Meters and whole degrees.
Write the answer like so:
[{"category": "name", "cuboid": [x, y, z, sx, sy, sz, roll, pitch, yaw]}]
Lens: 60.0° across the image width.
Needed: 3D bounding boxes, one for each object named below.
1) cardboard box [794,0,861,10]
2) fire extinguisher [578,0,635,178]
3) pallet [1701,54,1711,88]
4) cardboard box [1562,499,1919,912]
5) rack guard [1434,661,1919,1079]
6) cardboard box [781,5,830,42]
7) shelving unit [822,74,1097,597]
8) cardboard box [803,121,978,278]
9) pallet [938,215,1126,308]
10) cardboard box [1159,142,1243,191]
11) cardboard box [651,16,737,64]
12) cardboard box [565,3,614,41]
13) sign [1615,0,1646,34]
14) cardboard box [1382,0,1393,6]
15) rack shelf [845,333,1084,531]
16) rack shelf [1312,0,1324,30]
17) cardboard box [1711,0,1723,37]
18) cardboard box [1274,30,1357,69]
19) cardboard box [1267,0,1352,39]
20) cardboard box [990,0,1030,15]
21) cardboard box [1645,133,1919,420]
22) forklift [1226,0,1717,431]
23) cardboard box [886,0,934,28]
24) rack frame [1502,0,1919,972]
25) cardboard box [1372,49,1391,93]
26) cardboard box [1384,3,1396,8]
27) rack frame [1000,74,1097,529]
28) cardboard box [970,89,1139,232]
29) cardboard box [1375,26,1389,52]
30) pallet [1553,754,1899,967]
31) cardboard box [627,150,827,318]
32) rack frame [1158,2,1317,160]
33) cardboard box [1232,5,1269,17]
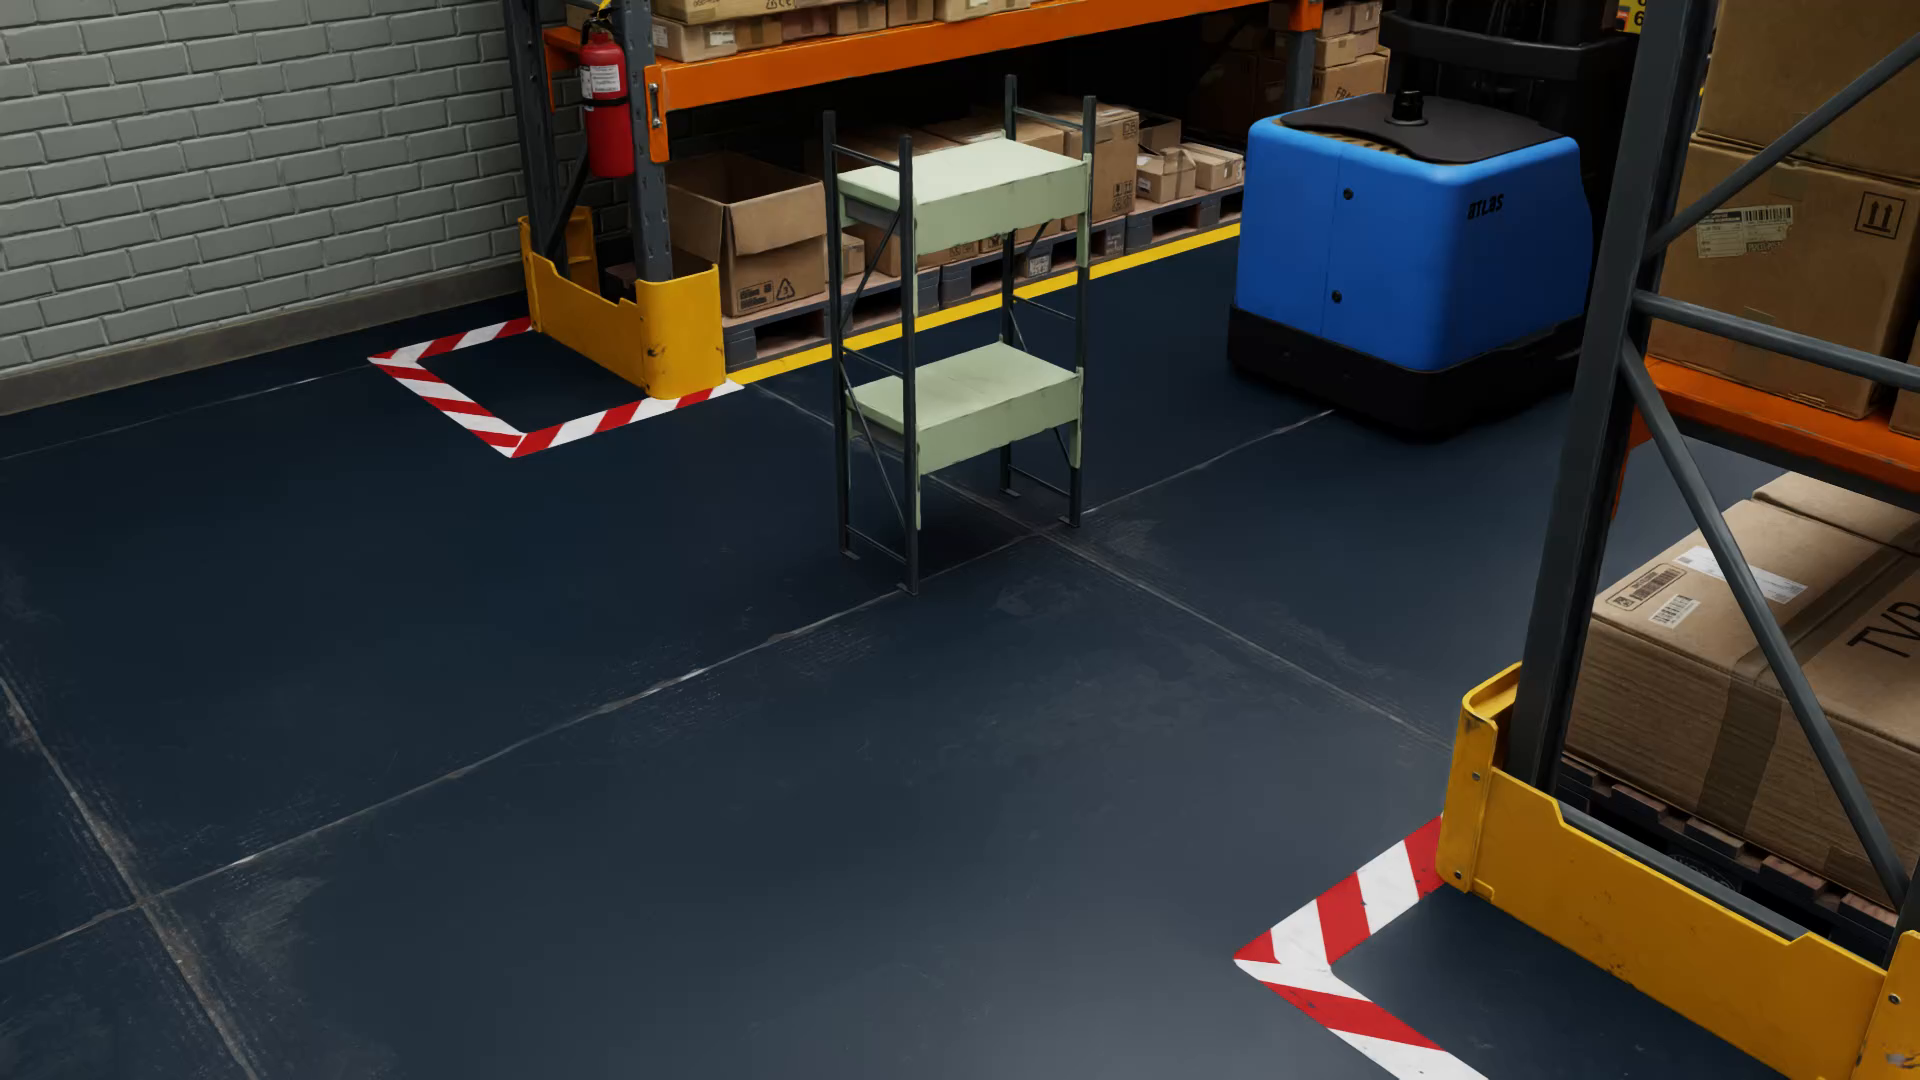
[{"category": "cardboard box", "cuboid": [-0.622, -2.384, 6.872, 0.500, 0.250, 0.500, -21, 35, -34]}, {"category": "fire extinguisher", "cuboid": [-1.337, -1.713, 6.251, 0.183, 0.674, 0.296, -22, 35, -35]}, {"category": "pallet", "cuboid": [5.212, -3.578, 12.221, 1.213, 0.211, 1.003, -22, 35, -35]}, {"category": "cardboard box", "cuboid": [2.136, 0.363, 4.161, 0.875, 0.438, 0.875, -23, 36, -37]}, {"category": "rack guard", "cuboid": [1.681, 0.766, 3.786, 0.348, 0.500, 1.175, -22, 35, -35]}, {"category": "cardboard box", "cuboid": [-0.756, -2.201, 6.953, 0.250, 0.149, 0.380, -22, 35, -36]}, {"category": "shelving unit", "cuboid": [0.005, -0.664, 5.400, 0.755, 1.500, 0.431, -22, 35, -35]}, {"category": "cardboard box", "cuboid": [-0.323, -1.606, 7.779, 0.500, 0.500, 0.700, -20, 34, -33]}, {"category": "pallet", "cuboid": [0.066, -1.531, 8.391, 1.213, 0.211, 1.003, -22, 35, -35]}, {"category": "cardboard box", "cuboid": [1.284, -1.998, 8.886, 0.250, 0.149, 0.380, -23, 36, -36]}, {"category": "cardboard box", "cuboid": [-1.097, -2.014, 6.602, 0.250, 0.149, 0.380, -22, 35, -35]}, {"category": "cardboard box", "cuboid": [-1.448, -2.209, 6.968, 0.250, 0.149, 0.380, -22, 35, -35]}, {"category": "sign", "cuboid": [1.357, -1.158, 3.254, 0.005, 0.325, 0.100, -22, 35, -35]}, {"category": "cardboard box", "cuboid": [2.409, -3.243, 10.155, 0.250, 0.149, 0.380, -21, 34, -34]}, {"category": "rack shelf", "cuboid": [0.005, -0.376, 5.554, 0.720, 0.370, 0.431, -22, 35, -35]}, {"category": "rack shelf", "cuboid": [3.039, -3.641, 10.143, 4.000, 0.370, 1.077, -22, 35, -35]}, {"category": "cardboard box", "cuboid": [5.044, -3.893, 11.927, 0.625, 0.625, 0.875, -21, 34, -33]}, {"category": "cardboard box", "cuboid": [1.963, -2.729, 9.193, 0.250, 0.149, 0.380, -20, 34, -33]}, {"category": "cardboard box", "cuboid": [1.924, -2.882, 9.163, 0.250, 0.149, 0.380, -23, 35, -36]}, {"category": "cardboard box", "cuboid": [0.102, -2.478, 7.471, 0.250, 0.149, 0.380, -21, 35, -34]}, {"category": "cardboard box", "cuboid": [1.894, -0.630, 3.641, 0.500, 0.500, 0.500, -22, 35, -35]}, {"category": "forklift", "cuboid": [2.584, -2.274, 6.896, 3.031, 2.935, 1.130, -21, 35, -34]}, {"category": "cardboard box", "cuboid": [-0.326, -2.340, 7.212, 0.250, 0.149, 0.380, -21, 35, -34]}, {"category": "rack frame", "cuboid": [1.699, -0.344, 3.211, 0.127, 3.000, 1.000, -22, 35, -35]}, {"category": "cardboard box", "cuboid": [2.430, -2.663, 9.756, 0.500, 0.500, 0.500, -22, 35, -36]}, {"category": "cardboard box", "cuboid": [2.726, -3.076, 9.842, 0.250, 0.149, 0.380, -22, 35, -35]}, {"category": "rack frame", "cuboid": [0.284, -0.775, 5.610, 0.023, 1.500, 0.400, -22, 35, -35]}, {"category": "cardboard box", "cuboid": [0.467, -1.923, 8.373, 0.500, 0.500, 0.700, -23, 36, -37]}, {"category": "cardboard box", "cuboid": [2.311, -2.924, 9.558, 0.250, 0.149, 0.380, -24, 36, -37]}, {"category": "pallet", "cuboid": [2.257, 0.613, 4.378, 1.213, 0.211, 1.003, -22, 35, -35]}, {"category": "cardboard box", "cuboid": [-0.999, -1.360, 7.315, 0.637, 0.503, 0.797, -24, 36, -37]}, {"category": "rack frame", "cuboid": [1.518, -3.346, 8.829, 0.127, 3.000, 1.000, -22, 35, -35]}, {"category": "cardboard box", "cuboid": [1.807, -3.013, 9.724, 0.250, 0.149, 0.380, -22, 35, -35]}]
